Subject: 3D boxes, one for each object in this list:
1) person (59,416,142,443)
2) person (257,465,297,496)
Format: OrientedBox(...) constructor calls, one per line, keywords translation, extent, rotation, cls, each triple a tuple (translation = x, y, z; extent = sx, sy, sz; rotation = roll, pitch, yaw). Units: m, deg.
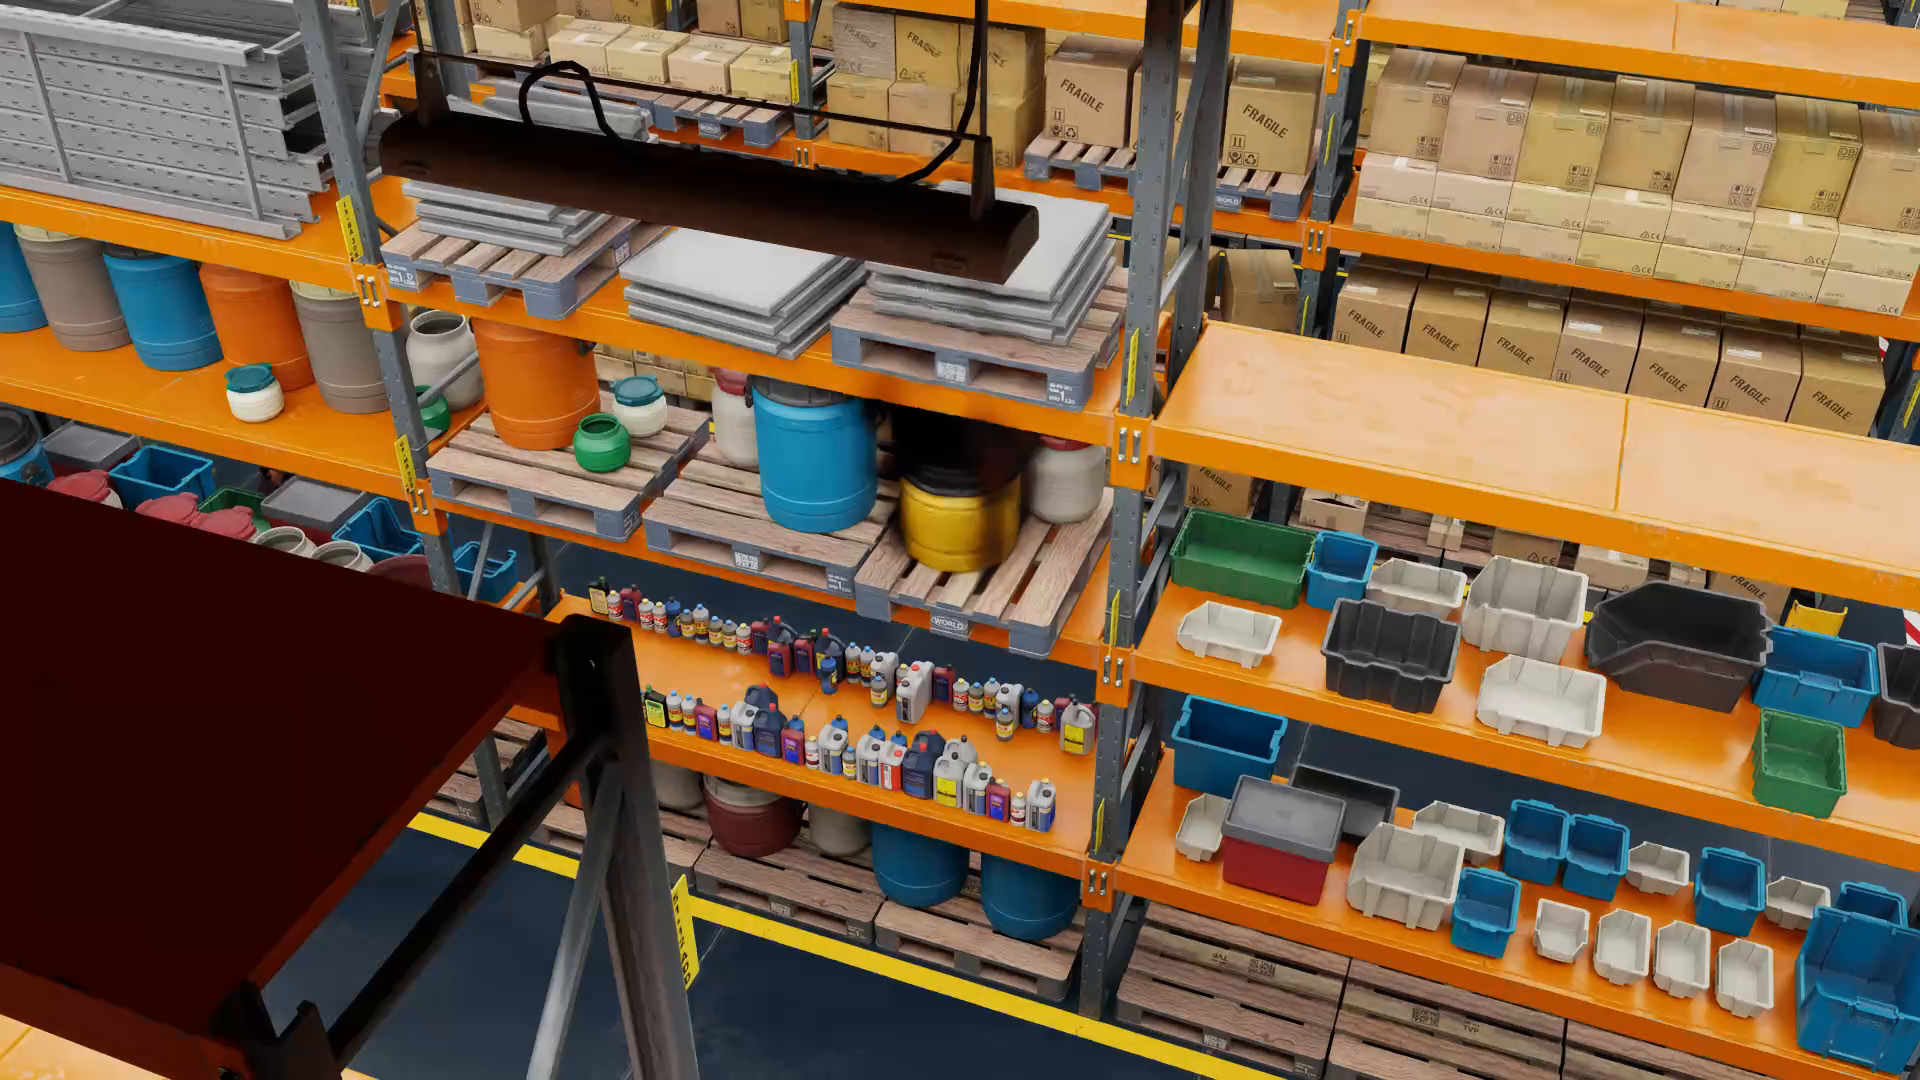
OrientedBox(translation=(-7.239, -1.195, 13.564), extent=(0.758, 1.738, 0.699), rotation=(4, 37, 6), cls="person")
OrientedBox(translation=(-5.123, -0.527, 12.690), extent=(0.744, 1.762, 0.641), rotation=(13, 39, 17), cls="person")
